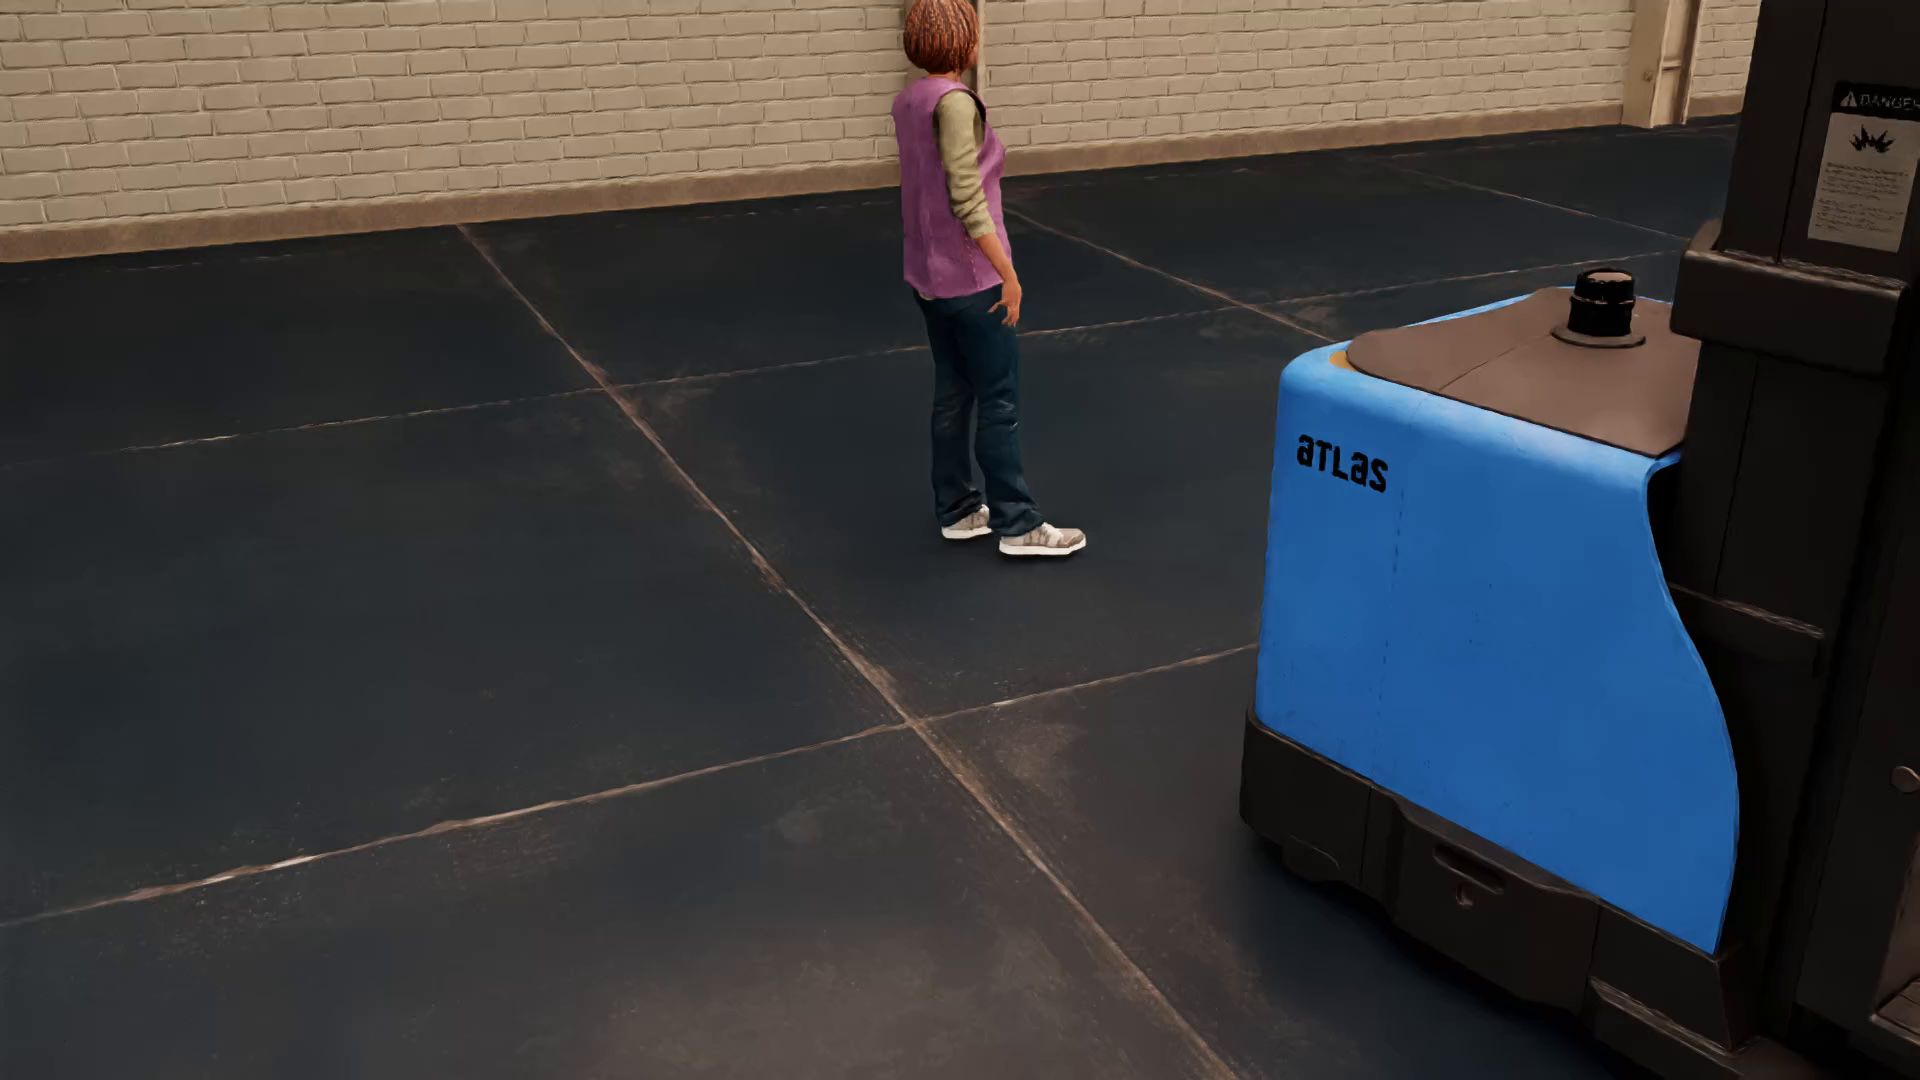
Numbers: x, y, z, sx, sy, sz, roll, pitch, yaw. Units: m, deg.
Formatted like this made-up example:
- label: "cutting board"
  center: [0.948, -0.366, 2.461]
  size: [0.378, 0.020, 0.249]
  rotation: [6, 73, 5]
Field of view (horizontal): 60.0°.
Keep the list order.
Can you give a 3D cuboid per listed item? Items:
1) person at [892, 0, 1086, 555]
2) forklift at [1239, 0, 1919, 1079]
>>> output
- label: "person"
  center: [0.073, -0.751, 4.815]
  size: [0.474, 1.597, 0.520]
  rotation: [-10, 25, -23]
- label: "forklift"
  center: [1.896, -0.380, 2.202]
  size: [1.130, 2.935, 3.031]
  rotation: [-17, 28, -35]
